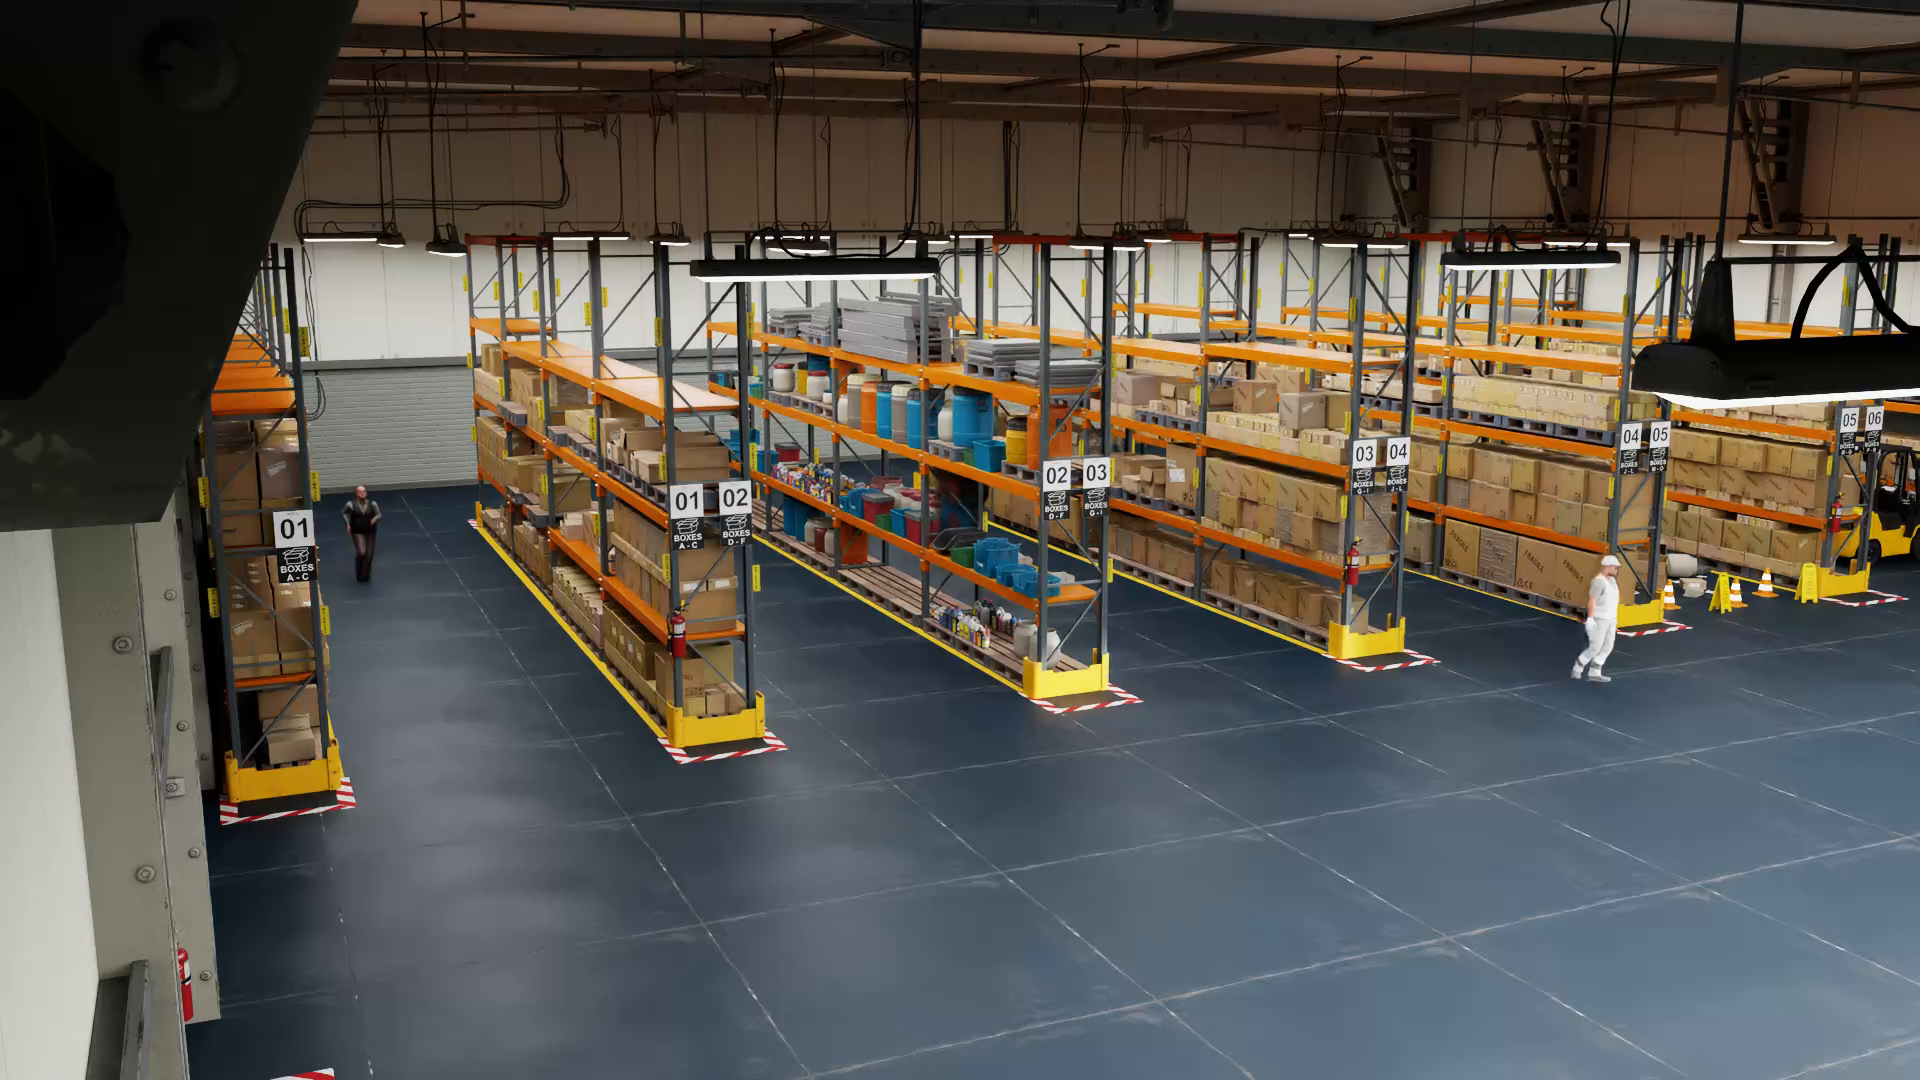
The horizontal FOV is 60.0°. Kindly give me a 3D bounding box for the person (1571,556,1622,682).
[{"bbox_3d":[8.755,1.086,22.883,0.494,1.765,0.657,10,15,43],"label":"person"}]

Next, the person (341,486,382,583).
[{"bbox_3d":[-10.441,-0.098,29.124,0.649,1.710,0.688,-6,13,-30],"label":"person"}]

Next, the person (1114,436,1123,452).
[{"bbox_3d":[3.983,-2.828,43.004,0.682,1.816,0.840,5,12,23],"label":"person"}]
